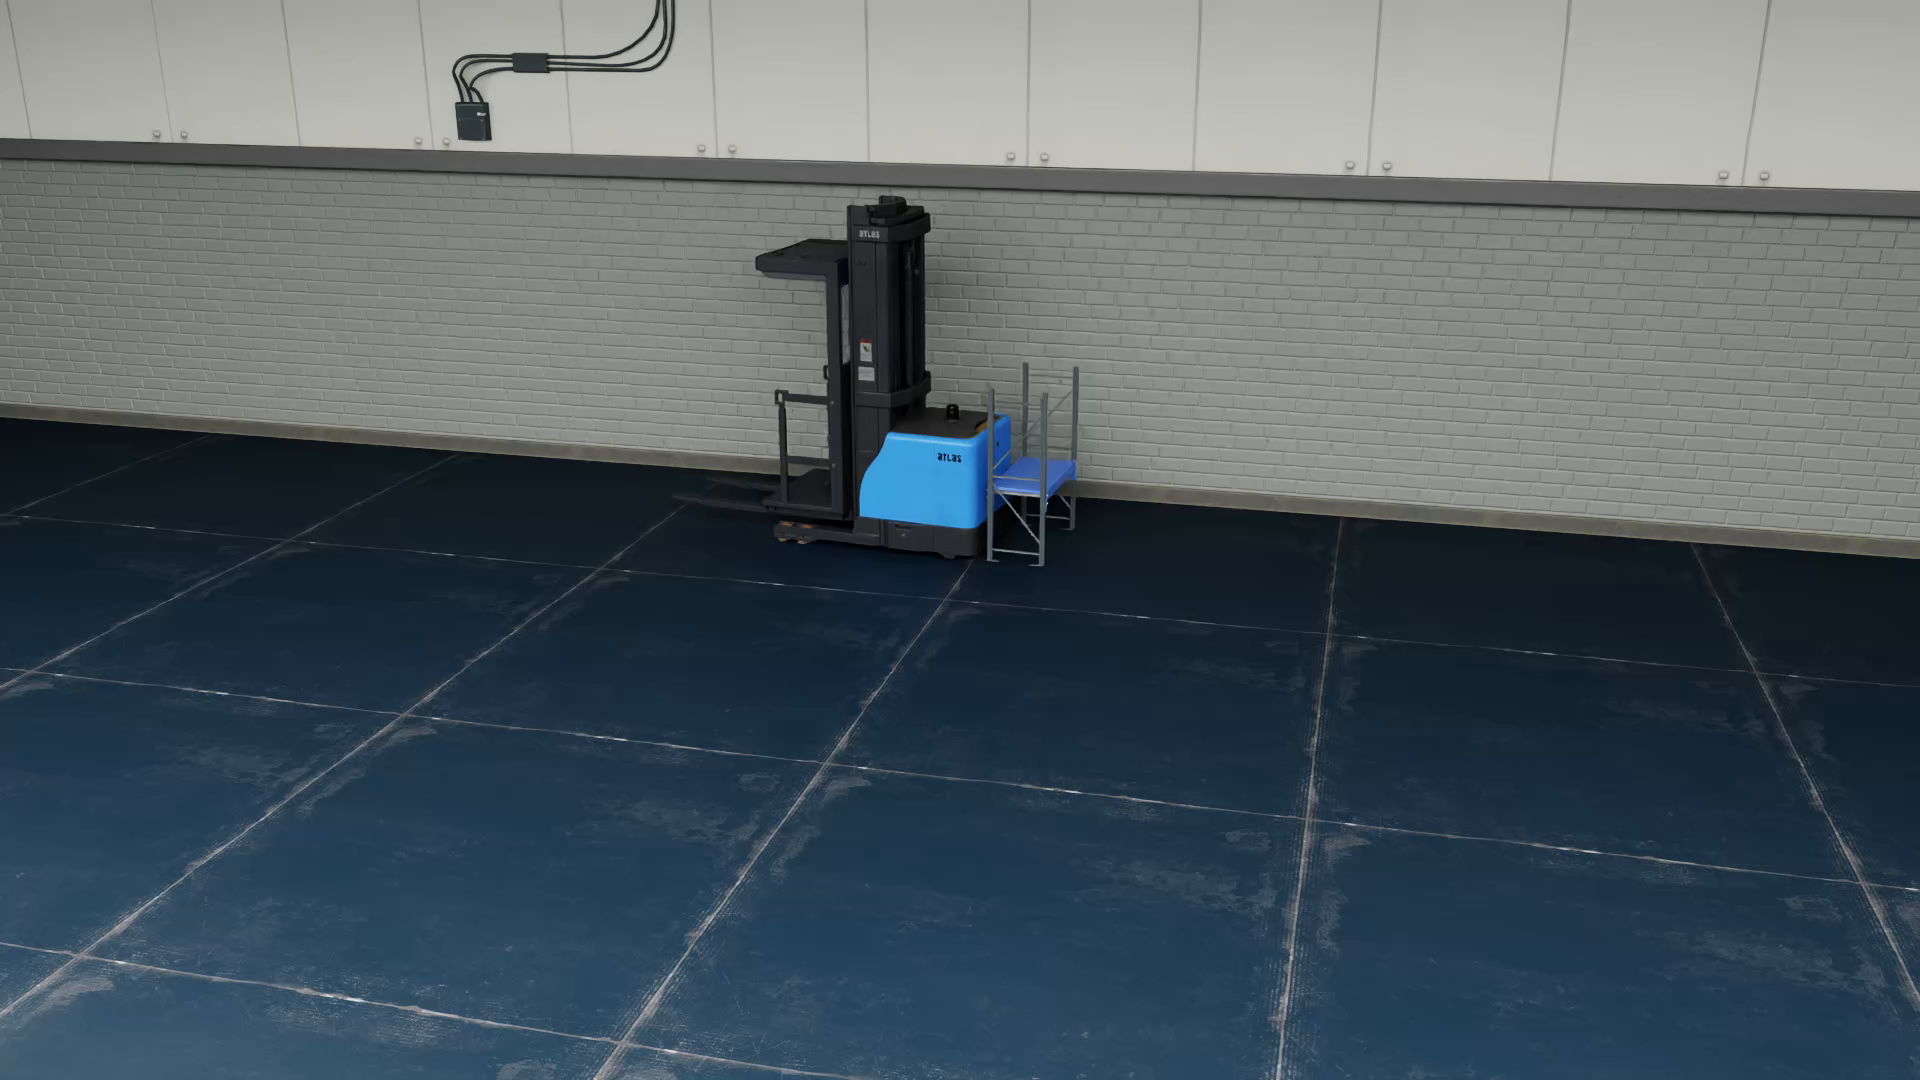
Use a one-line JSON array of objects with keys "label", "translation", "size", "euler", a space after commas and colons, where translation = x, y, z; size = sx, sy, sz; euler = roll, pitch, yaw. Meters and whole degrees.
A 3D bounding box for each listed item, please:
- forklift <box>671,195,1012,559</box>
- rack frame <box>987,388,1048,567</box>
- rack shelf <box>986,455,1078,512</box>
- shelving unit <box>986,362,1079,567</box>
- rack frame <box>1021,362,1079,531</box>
[{"label": "forklift", "translation": [-1.108, -1.503, 14.552], "size": [3.031, 2.935, 1.130], "euler": [7, 20, 19]}, {"label": "rack frame", "translation": [0.474, -0.511, 13.862], "size": [0.500, 1.500, 0.032], "euler": [6, 20, 17]}, {"label": "rack shelf", "translation": [0.633, -0.496, 14.376], "size": [0.538, 0.185, 1.000], "euler": [6, 20, 17]}, {"label": "shelving unit", "translation": [0.633, -0.667, 14.318], "size": [0.538, 1.500, 1.048], "euler": [6, 20, 17]}, {"label": "rack frame", "translation": [0.793, -0.823, 14.775], "size": [0.500, 1.500, 0.032], "euler": [6, 20, 17]}]
